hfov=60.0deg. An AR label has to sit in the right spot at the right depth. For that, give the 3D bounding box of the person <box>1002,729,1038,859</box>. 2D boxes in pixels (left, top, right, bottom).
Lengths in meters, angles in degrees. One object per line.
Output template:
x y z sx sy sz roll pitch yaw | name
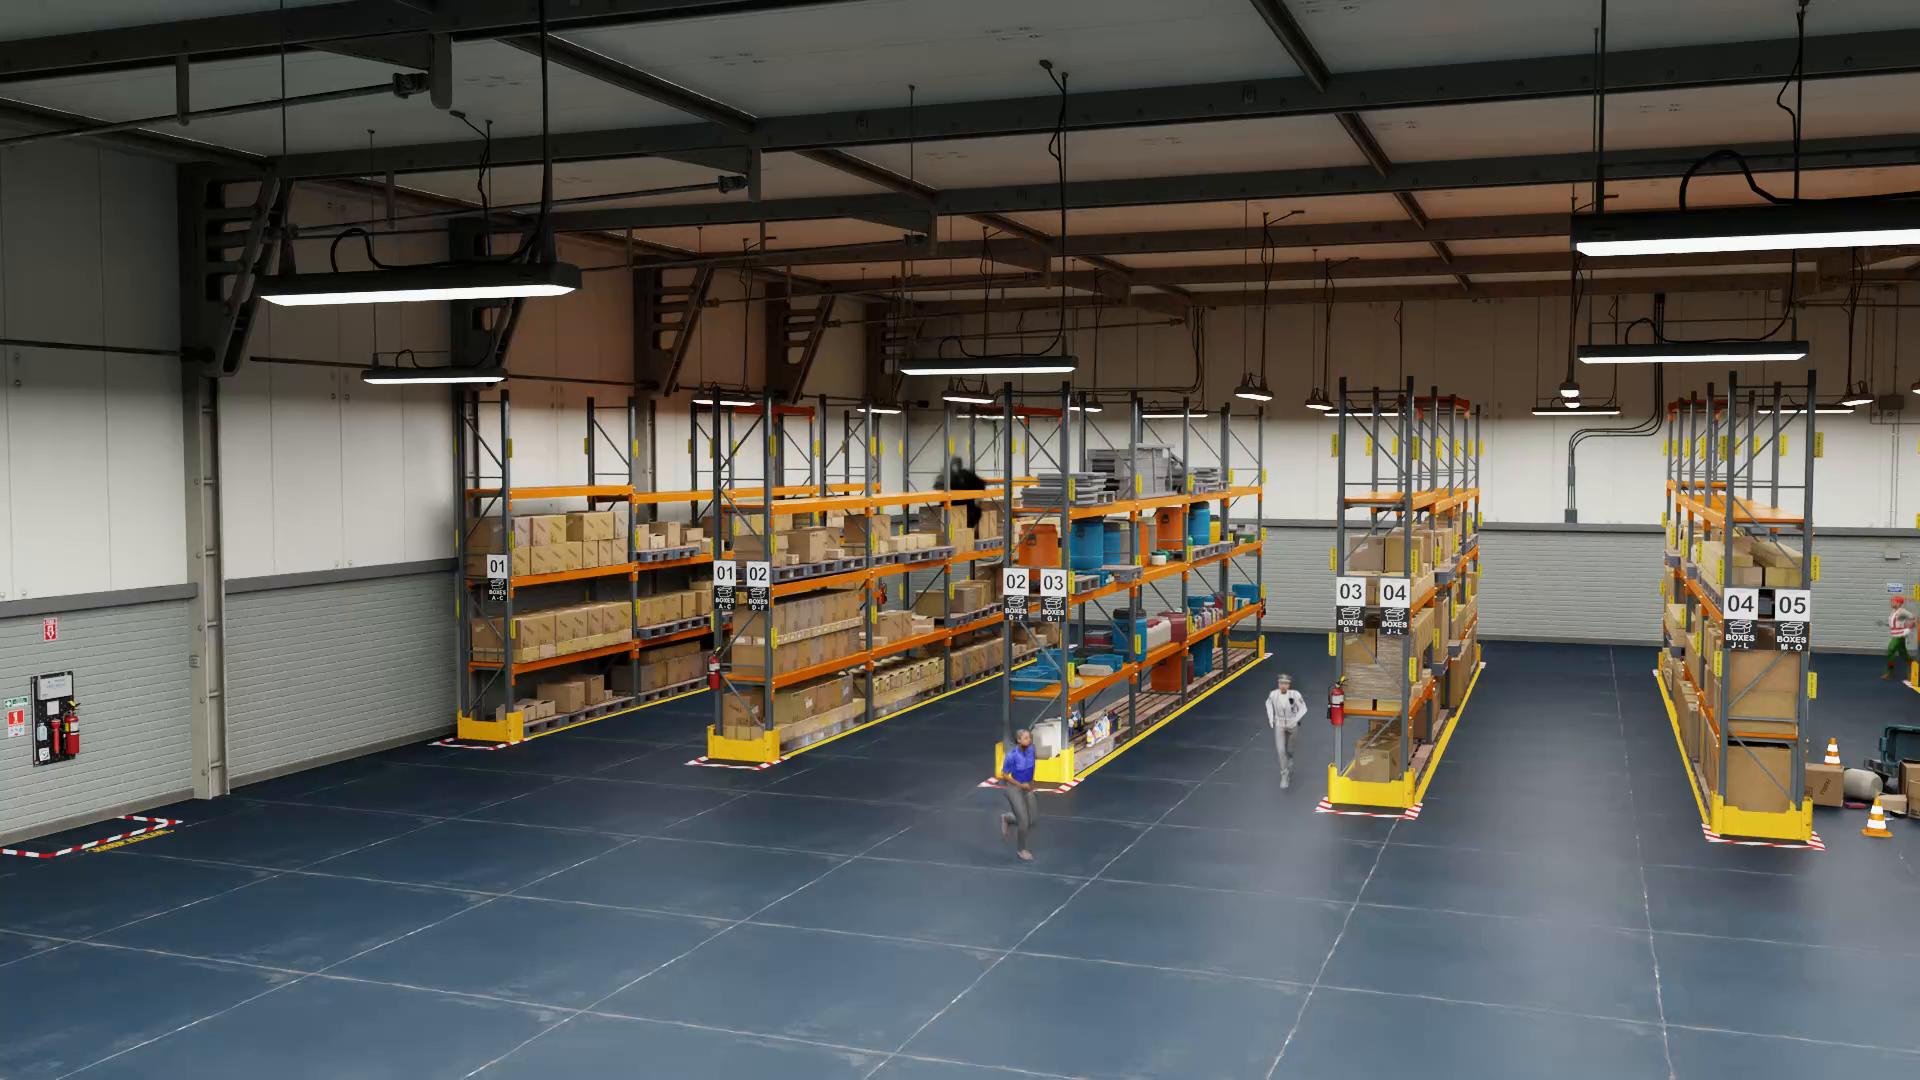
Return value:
0.738 3.099 20.390 0.610 1.612 0.665 -3 4 -41 | person

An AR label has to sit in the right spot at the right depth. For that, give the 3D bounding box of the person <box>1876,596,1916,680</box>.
20.318 2.119 35.958 0.880 1.824 0.598 1 3 16 | person

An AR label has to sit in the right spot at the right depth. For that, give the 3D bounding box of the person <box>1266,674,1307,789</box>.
4.883 2.808 24.894 0.616 1.671 1.059 1 3 15 | person
